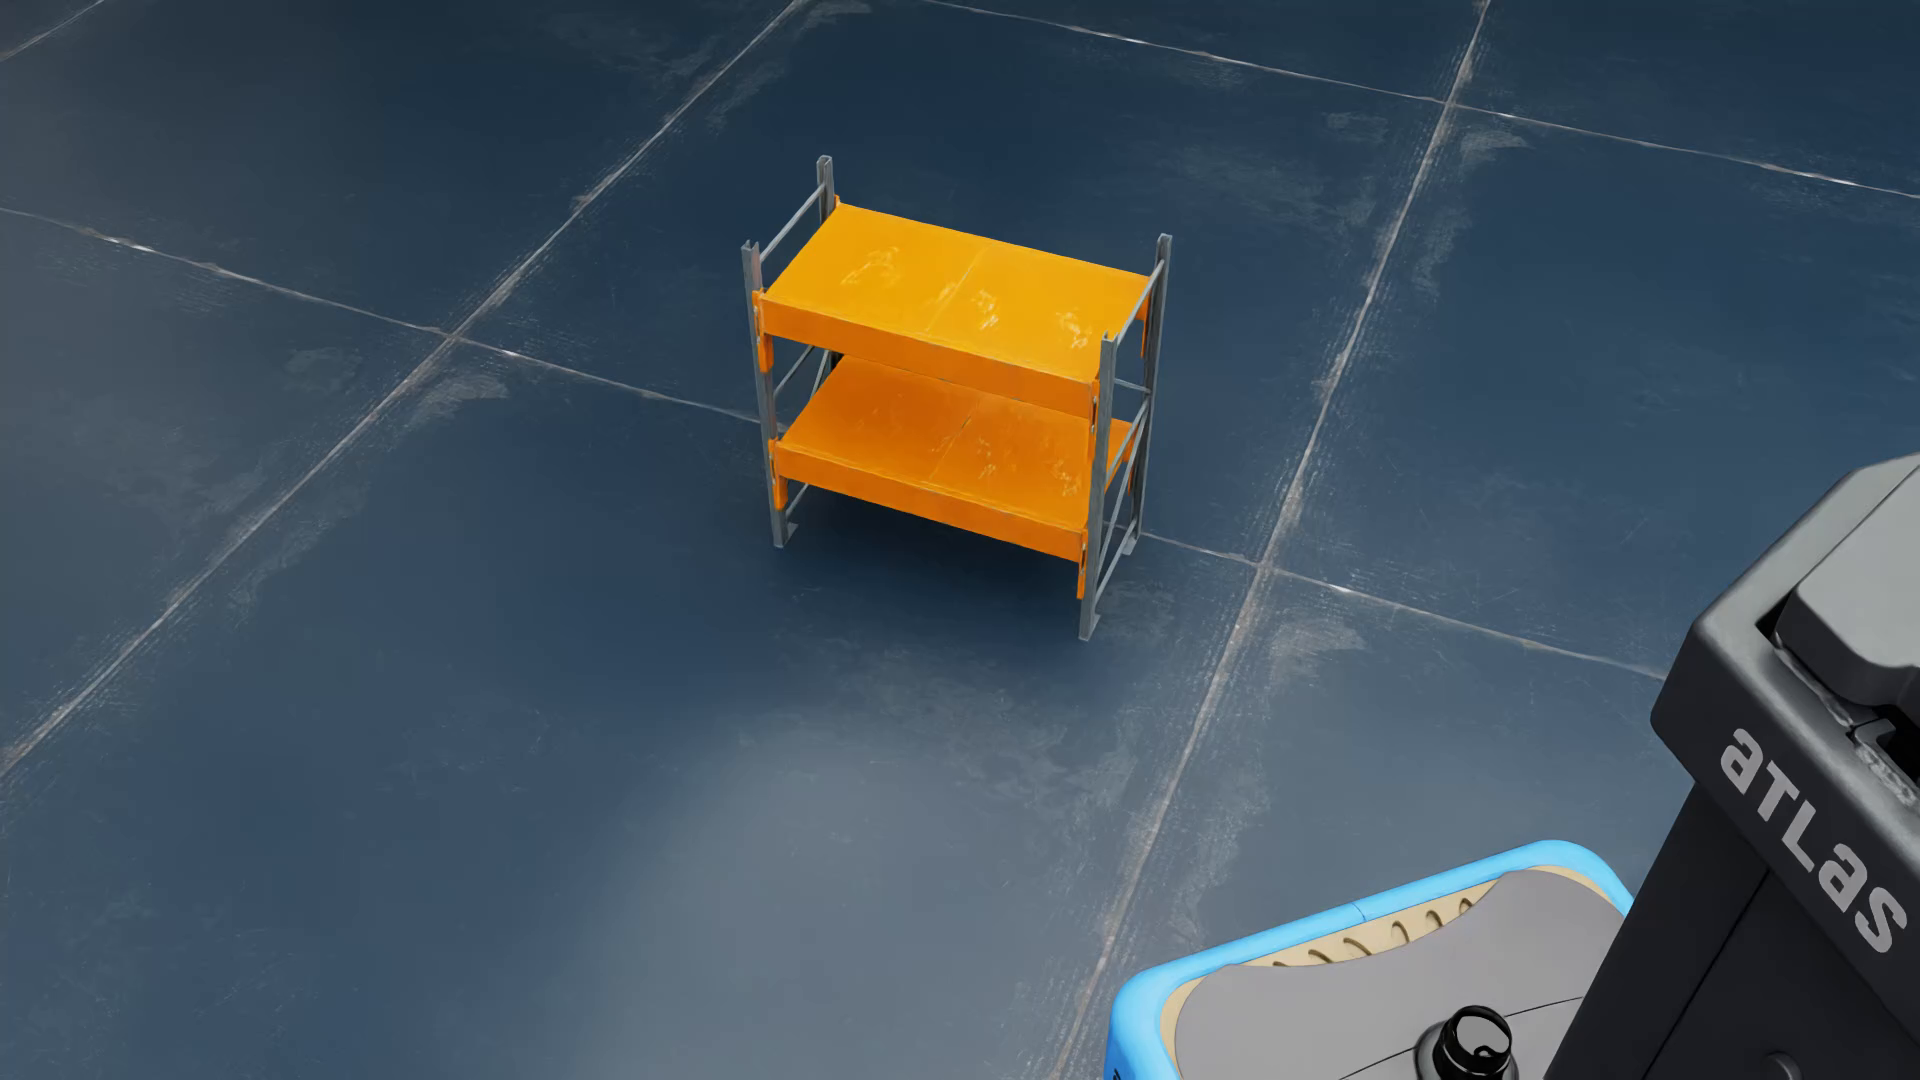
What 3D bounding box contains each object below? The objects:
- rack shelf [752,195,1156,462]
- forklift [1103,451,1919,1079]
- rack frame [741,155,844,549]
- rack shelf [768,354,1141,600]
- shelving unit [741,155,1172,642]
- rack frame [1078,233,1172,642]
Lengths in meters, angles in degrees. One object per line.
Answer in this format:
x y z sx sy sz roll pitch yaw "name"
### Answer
-0.006 -0.608 4.649 1.000 0.278 0.538 16 47 16 "rack shelf"
1.226 1.371 1.794 1.130 2.935 3.031 -14 47 -14 "forklift"
-0.475 -0.539 4.994 0.032 1.125 0.500 16 47 16 "rack frame"
-0.006 -0.227 5.028 1.000 0.278 0.538 16 47 16 "rack shelf"
-0.006 -0.401 4.855 1.048 1.125 0.538 16 47 16 "shelving unit"
0.463 -0.263 4.716 0.032 1.125 0.500 16 47 16 "rack frame"
